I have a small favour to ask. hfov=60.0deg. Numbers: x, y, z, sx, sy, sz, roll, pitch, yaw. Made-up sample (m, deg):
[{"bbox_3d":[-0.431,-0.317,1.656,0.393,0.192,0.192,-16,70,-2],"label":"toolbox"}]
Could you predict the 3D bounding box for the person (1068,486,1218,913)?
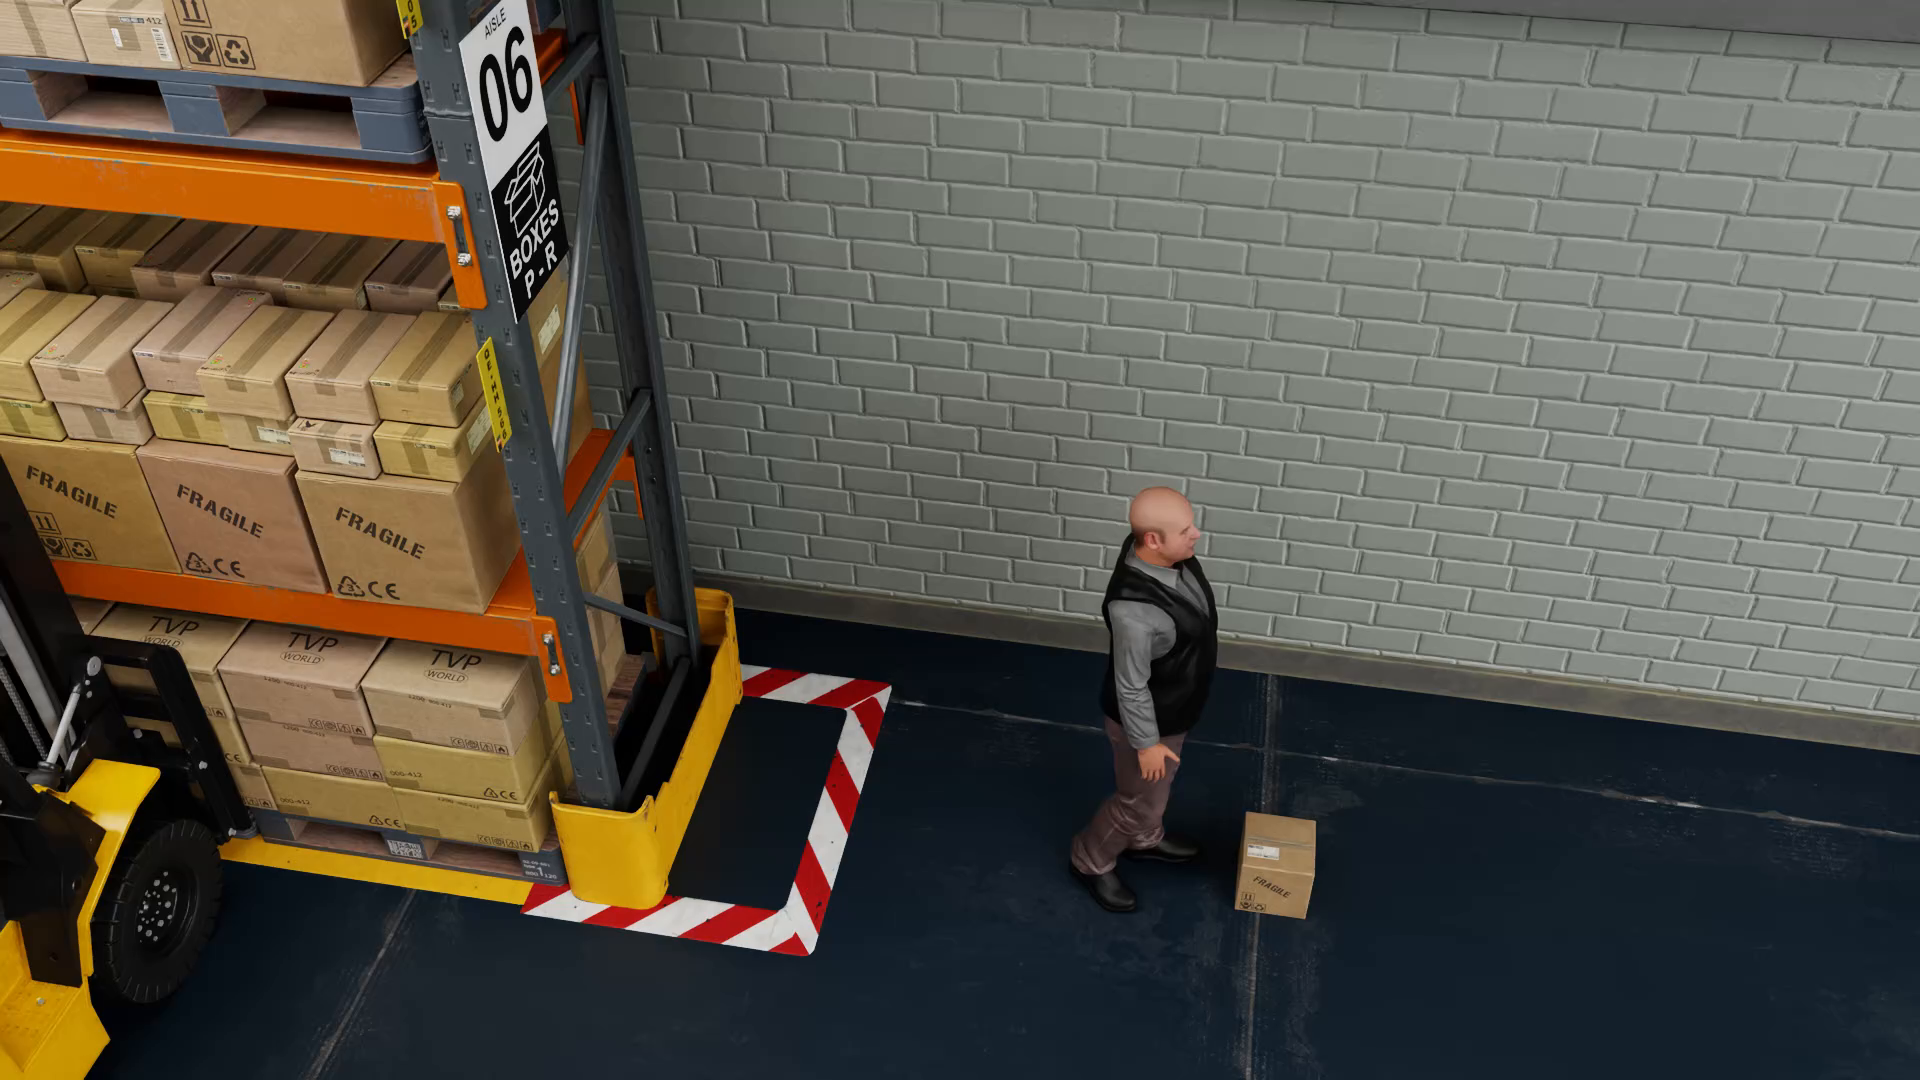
[{"bbox_3d":[0.638,0.537,5.528,0.453,1.722,0.562,12,42,13],"label":"person"}]
